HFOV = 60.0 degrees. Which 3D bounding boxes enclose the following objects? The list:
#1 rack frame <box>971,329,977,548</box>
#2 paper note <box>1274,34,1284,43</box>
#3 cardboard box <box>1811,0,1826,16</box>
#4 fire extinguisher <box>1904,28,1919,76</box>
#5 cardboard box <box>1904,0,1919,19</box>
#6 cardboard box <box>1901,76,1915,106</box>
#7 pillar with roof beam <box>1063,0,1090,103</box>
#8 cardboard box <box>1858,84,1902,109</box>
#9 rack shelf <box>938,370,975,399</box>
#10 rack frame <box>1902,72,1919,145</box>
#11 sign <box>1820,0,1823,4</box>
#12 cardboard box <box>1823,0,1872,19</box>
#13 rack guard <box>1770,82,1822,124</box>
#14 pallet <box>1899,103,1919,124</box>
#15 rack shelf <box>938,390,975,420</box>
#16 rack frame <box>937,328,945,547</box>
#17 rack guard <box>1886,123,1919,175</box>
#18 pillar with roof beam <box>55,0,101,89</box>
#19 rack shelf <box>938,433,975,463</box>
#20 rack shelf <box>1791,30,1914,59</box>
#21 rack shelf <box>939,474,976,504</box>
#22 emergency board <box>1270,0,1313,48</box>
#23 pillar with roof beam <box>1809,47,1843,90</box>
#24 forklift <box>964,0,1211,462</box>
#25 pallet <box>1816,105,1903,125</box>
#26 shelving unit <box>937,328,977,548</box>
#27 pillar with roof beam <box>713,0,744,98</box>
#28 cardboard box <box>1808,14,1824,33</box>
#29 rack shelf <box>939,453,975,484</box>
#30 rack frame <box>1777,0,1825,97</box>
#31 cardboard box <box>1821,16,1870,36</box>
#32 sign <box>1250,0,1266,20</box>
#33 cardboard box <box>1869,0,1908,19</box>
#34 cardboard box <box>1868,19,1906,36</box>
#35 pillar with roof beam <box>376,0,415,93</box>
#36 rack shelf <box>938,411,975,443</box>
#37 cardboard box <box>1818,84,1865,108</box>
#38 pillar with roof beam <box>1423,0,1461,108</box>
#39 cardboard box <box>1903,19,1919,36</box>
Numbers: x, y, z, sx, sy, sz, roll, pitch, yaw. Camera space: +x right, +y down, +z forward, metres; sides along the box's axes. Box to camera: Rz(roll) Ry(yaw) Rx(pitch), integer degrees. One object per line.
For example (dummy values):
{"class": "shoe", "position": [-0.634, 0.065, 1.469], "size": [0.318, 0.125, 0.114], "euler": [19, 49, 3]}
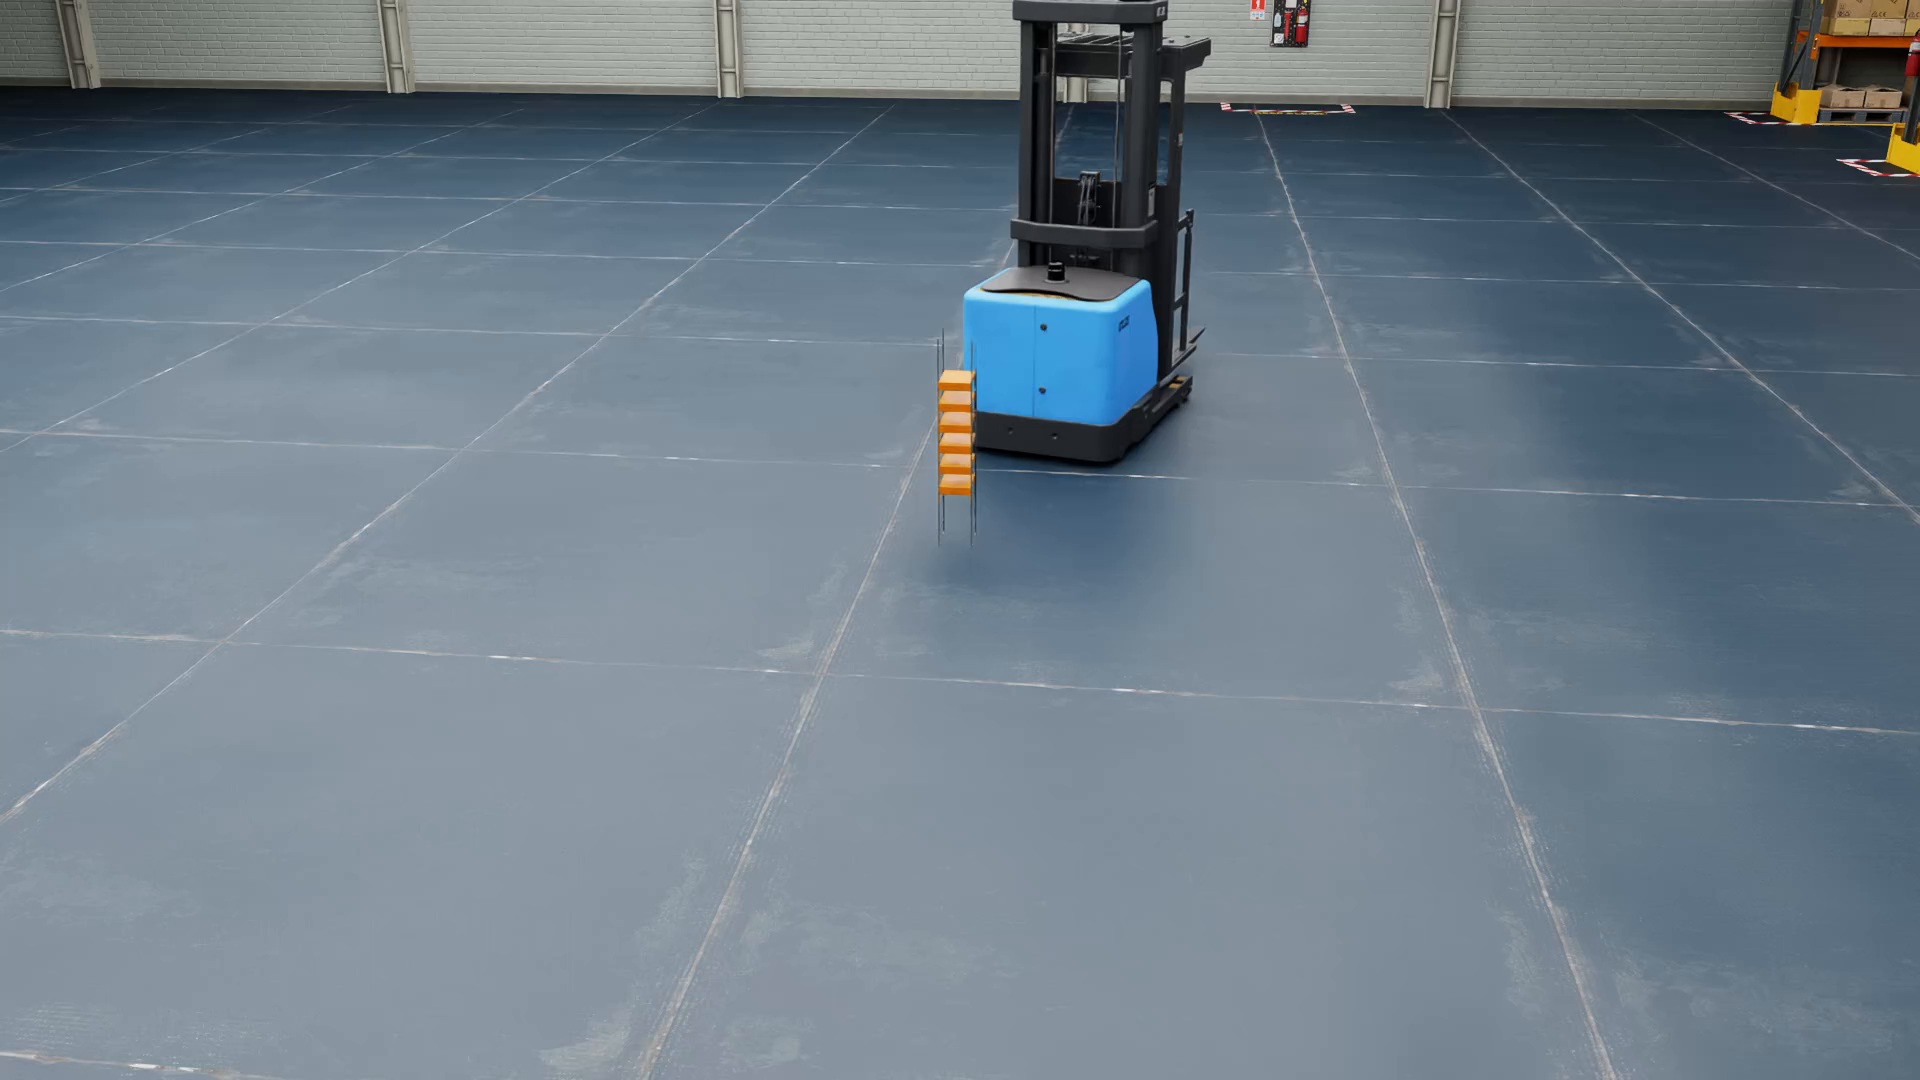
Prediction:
{"class": "rack frame", "position": [0.076, -0.555, 9.211], "size": [0.006, 1.200, 0.240], "euler": [2, 22, 6]}
{"class": "paper note", "position": [5.309, -8.348, 27.673], "size": [0.142, 0.148, 0.016], "euler": [2, 22, 6]}
{"class": "cardboard box", "position": [13.581, -8.404, 25.774], "size": [0.500, 0.500, 0.500], "euler": [2, 22, 6]}
{"class": "fire extinguisher", "position": [12.446, -6.388, 21.624], "size": [0.183, 0.674, 0.296], "euler": [2, 22, 6]}
{"class": "cardboard box", "position": [14.528, -8.167, 25.174], "size": [0.500, 0.500, 0.500], "euler": [2, 22, 5]}
{"class": "cardboard box", "position": [15.053, -6.963, 25.774], "size": [0.500, 0.500, 0.700], "euler": [1, 22, 3]}
{"class": "pillar with roof beam", "position": [1.461, -10.081, 22.700], "size": [0.400, 9.000, 9.100], "euler": [2, 22, 6]}
{"class": "cardboard box", "position": [14.330, -6.925, 25.936], "size": [0.500, 0.311, 0.500], "euler": [4, 22, 11]}
{"class": "rack shelf", "position": [-0.014, -0.852, 9.105], "size": [0.180, 0.103, 0.258], "euler": [2, 22, 6]}
{"class": "rack frame", "position": [12.508, -6.250, 21.168], "size": [0.127, 3.000, 1.000], "euler": [2, 22, 6]}
{"class": "sign", "position": [13.024, -8.263, 25.083], "size": [0.005, 0.325, 0.100], "euler": [2, 22, 6]}
{"class": "cardboard box", "position": [13.526, -8.216, 25.300], "size": [0.500, 0.500, 0.500], "euler": [3, 22, 6]}
{"class": "rack guard", "position": [13.163, -6.893, 26.195], "size": [0.348, 0.500, 1.175], "euler": [2, 22, 6]}
{"class": "pallet", "position": [15.174, -6.657, 25.990], "size": [1.213, 0.211, 1.003], "euler": [2, 22, 6]}
{"class": "rack shelf", "position": [-0.014, -0.740, 9.149], "size": [0.180, 0.103, 0.258], "euler": [2, 22, 6]}
{"class": "rack frame", "position": [-0.105, -0.563, 9.231], "size": [0.006, 1.200, 0.240], "euler": [2, 22, 6]}
{"class": "rack guard", "position": [12.485, -5.088, 21.630], "size": [0.348, 0.500, 1.175], "euler": [2, 22, 6]}
{"class": "pillar with roof beam", "position": [-16.413, -10.860, 24.670], "size": [0.400, 9.000, 9.100], "euler": [2, 22, 6]}
{"class": "rack shelf", "position": [-0.014, -0.517, 9.237], "size": [0.180, 0.103, 0.258], "euler": [2, 22, 6]}
{"class": "rack shelf", "position": [15.074, -7.637, 25.657], "size": [4.000, 0.370, 1.077], "euler": [2, 22, 6]}
{"class": "rack shelf", "position": [-0.014, -0.294, 9.325], "size": [0.180, 0.103, 0.258], "euler": [2, 22, 6]}
{"class": "emergency board", "position": [5.477, -8.725, 27.428], "size": [0.643, 1.169, 0.194], "euler": [2, 22, 6]}
{"class": "pillar with roof beam", "position": [13.378, -9.562, 21.387], "size": [0.400, 9.000, 9.100], "euler": [2, 22, 6]}
{"class": "forklift", "position": [1.036, -2.364, 11.434], "size": [1.130, 2.935, 3.031], "euler": [9, 23, 21]}
{"class": "pallet", "position": [13.966, -6.710, 26.126], "size": [1.213, 0.211, 1.003], "euler": [2, 22, 6]}
{"class": "shelving unit", "position": [-0.014, -0.559, 9.221], "size": [0.189, 1.200, 0.258], "euler": [2, 22, 6]}
{"class": "pillar with roof beam", "position": [-4.497, -10.341, 23.357], "size": [0.400, 9.000, 9.100], "euler": [2, 22, 6]}
{"class": "cardboard box", "position": [13.575, -8.049, 25.895], "size": [0.500, 0.250, 0.500], "euler": [3, 22, 7]}
{"class": "rack shelf", "position": [-0.014, -0.406, 9.281], "size": [0.180, 0.103, 0.258], "euler": [2, 22, 6]}
{"class": "rack frame", "position": [13.088, -8.059, 25.743], "size": [0.127, 3.000, 1.000], "euler": [2, 22, 6]}
{"class": "cardboard box", "position": [13.535, -7.861, 25.421], "size": [0.500, 0.250, 0.500], "euler": [2, 22, 5]}
{"class": "sign", "position": [4.940, -8.803, 27.577], "size": [0.234, 0.329, 0.001], "euler": [2, 22, 6]}
{"class": "cardboard box", "position": [14.016, -8.191, 25.236], "size": [0.500, 0.500, 0.500], "euler": [3, 22, 6]}
{"class": "cardboard box", "position": [14.052, -7.844, 25.377], "size": [0.500, 0.250, 0.500], "euler": [2, 22, 5]}
{"class": "pillar with roof beam", "position": [-10.455, -10.601, 24.014], "size": [0.400, 9.000, 9.100], "euler": [2, 22, 6]}
{"class": "rack shelf", "position": [-0.014, -0.629, 9.193], "size": [0.180, 0.103, 0.258], "euler": [2, 22, 6]}
{"class": "cardboard box", "position": [13.764, -6.950, 25.998], "size": [0.500, 0.311, 0.500], "euler": [0, 22, 0]}
{"class": "pillar with roof beam", "position": [7.420, -9.822, 22.044], "size": [0.400, 9.000, 9.100], "euler": [2, 22, 6]}
{"class": "cardboard box", "position": [14.557, -7.820, 25.316], "size": [0.500, 0.250, 0.500], "euler": [2, 22, 5]}
